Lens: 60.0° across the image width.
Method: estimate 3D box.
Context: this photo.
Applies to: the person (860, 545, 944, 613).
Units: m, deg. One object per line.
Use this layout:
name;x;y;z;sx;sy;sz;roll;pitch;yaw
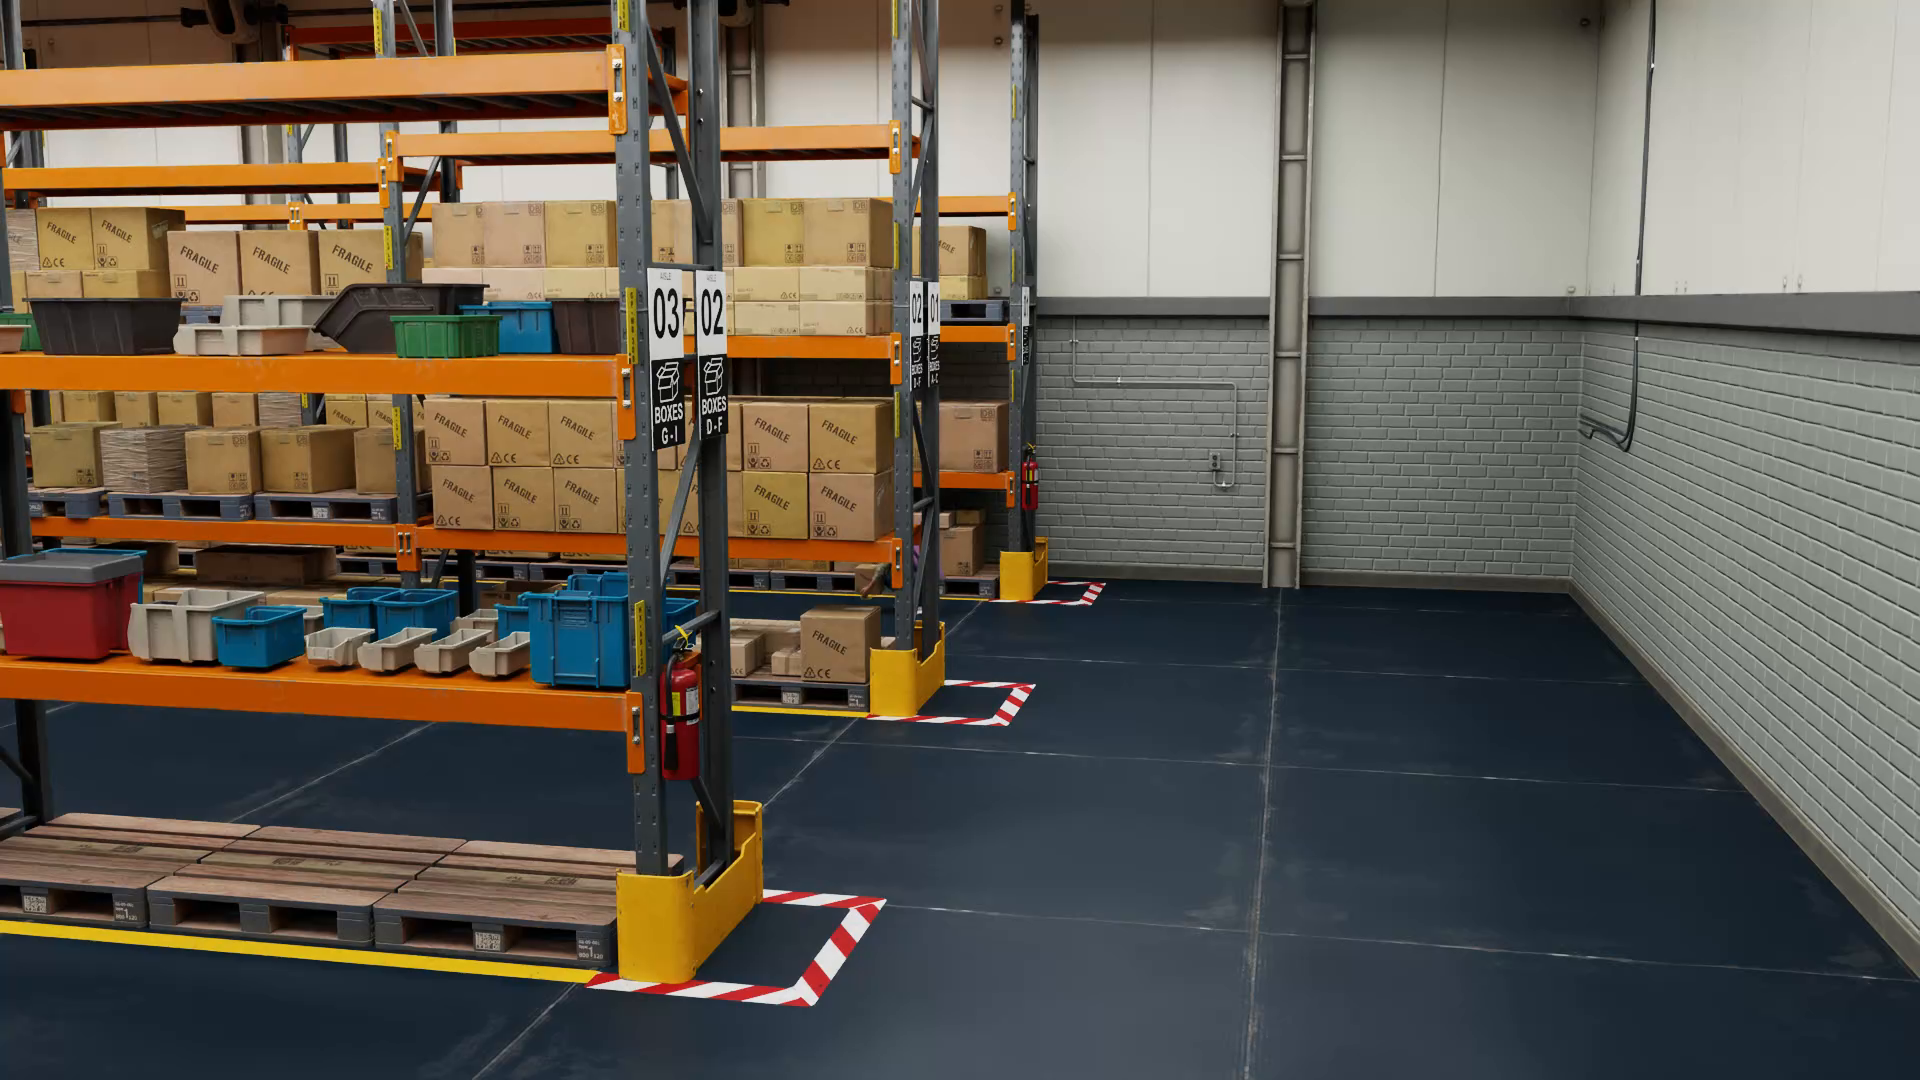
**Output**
person;-0.562;0.283;16.435;0.801;0.884;0.434;2;8;11
